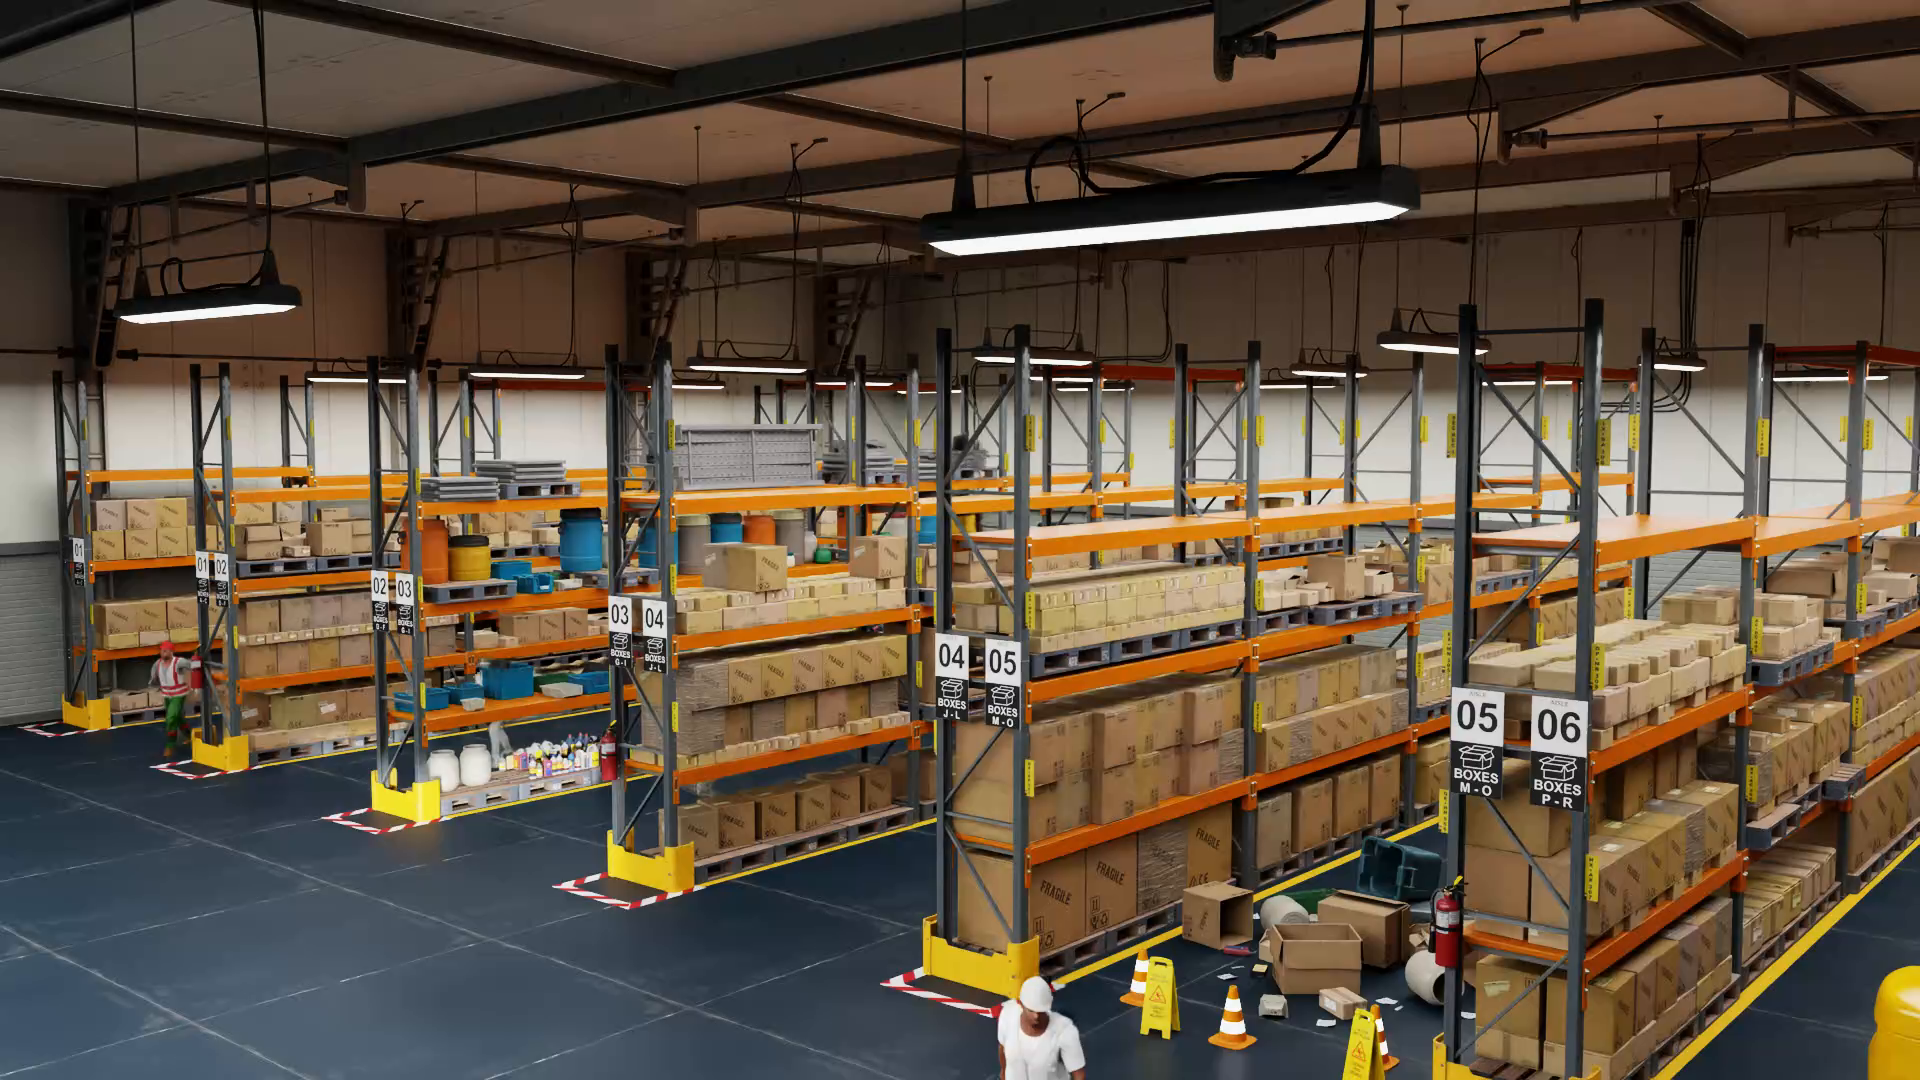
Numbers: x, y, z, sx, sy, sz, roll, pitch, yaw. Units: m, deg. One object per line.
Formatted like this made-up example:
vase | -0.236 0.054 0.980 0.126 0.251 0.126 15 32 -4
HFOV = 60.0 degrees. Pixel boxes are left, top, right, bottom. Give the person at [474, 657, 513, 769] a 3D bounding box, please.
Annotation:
person | -6.970 2.553 24.950 0.606 1.660 0.939 1 4 18

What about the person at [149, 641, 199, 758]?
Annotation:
person | -12.152 2.432 25.789 0.701 1.778 0.944 1 4 15

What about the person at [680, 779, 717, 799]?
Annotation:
person | -3.367 2.854 21.218 1.022 1.526 0.720 -3 5 -31

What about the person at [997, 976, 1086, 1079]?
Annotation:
person | 0.493 3.549 10.568 0.671 1.684 0.667 2 4 21
